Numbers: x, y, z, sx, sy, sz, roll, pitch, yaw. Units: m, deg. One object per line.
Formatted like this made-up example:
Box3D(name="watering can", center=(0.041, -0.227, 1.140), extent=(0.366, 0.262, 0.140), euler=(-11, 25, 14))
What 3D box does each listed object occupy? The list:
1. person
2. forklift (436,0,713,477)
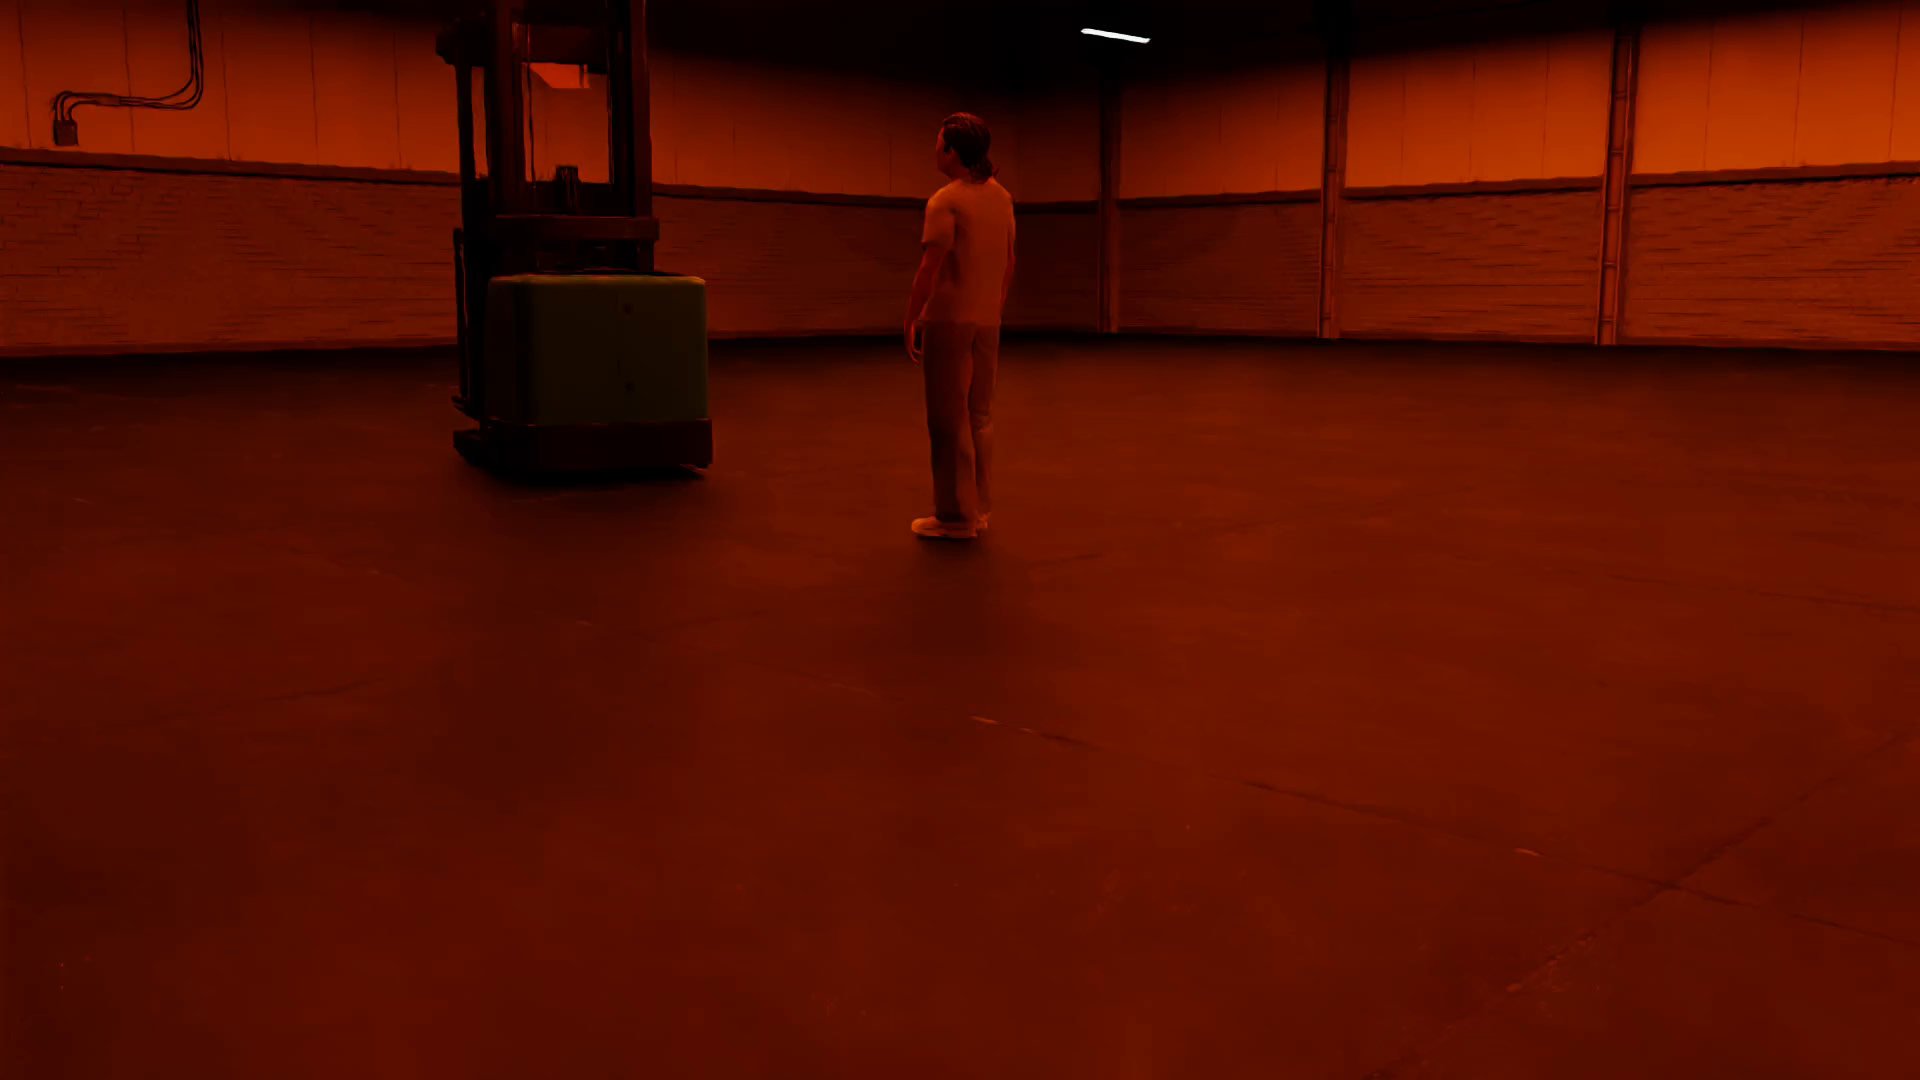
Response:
Box3D(name="person", center=(-0.044, -0.839, 6.653), extent=(0.548, 1.663, 0.550), euler=(8, 12, 43))
Box3D(name="forklift", center=(-2.444, -1.961, 9.898), extent=(1.130, 2.935, 3.031), euler=(-4, 10, -26))
